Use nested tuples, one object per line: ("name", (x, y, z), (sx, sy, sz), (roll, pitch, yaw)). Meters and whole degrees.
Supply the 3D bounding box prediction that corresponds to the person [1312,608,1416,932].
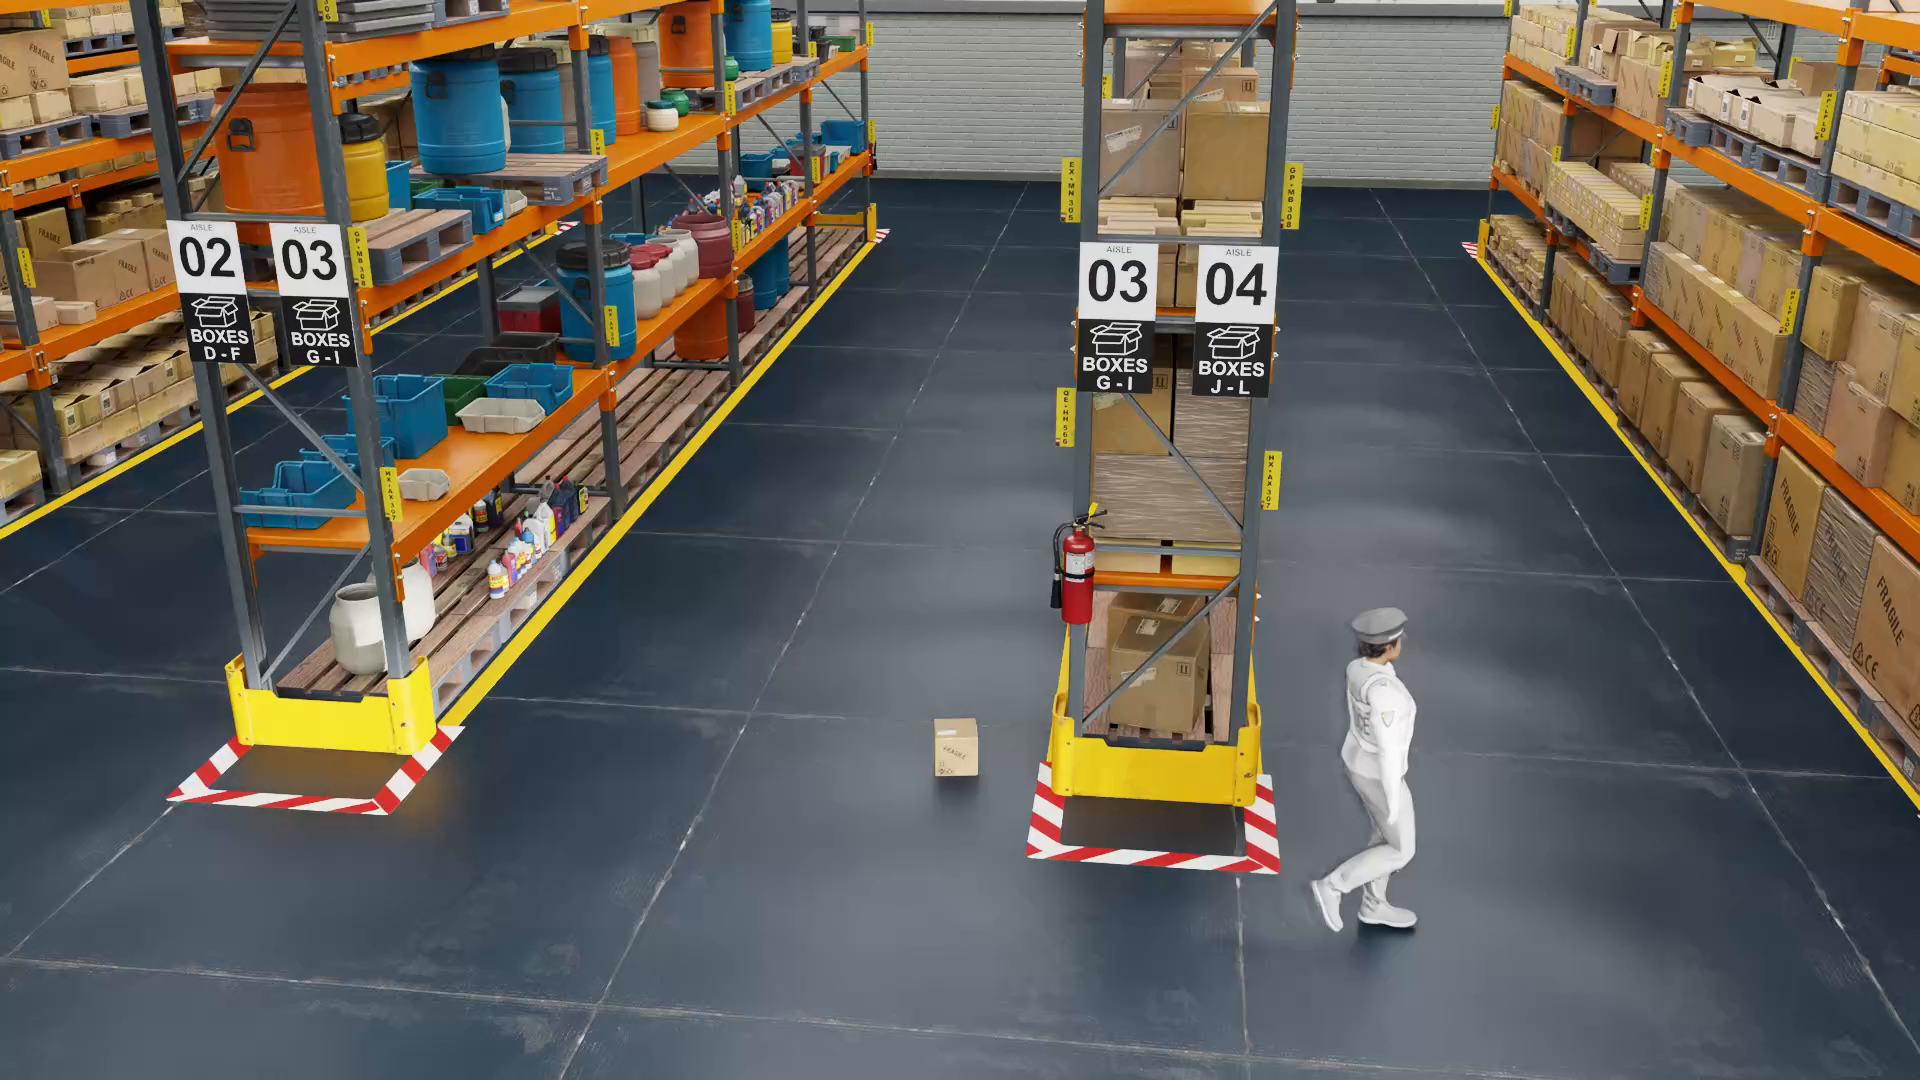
("person", (2.004, 1.134, 8.118), (0.572, 1.650, 0.517), (-1, 21, -2))
